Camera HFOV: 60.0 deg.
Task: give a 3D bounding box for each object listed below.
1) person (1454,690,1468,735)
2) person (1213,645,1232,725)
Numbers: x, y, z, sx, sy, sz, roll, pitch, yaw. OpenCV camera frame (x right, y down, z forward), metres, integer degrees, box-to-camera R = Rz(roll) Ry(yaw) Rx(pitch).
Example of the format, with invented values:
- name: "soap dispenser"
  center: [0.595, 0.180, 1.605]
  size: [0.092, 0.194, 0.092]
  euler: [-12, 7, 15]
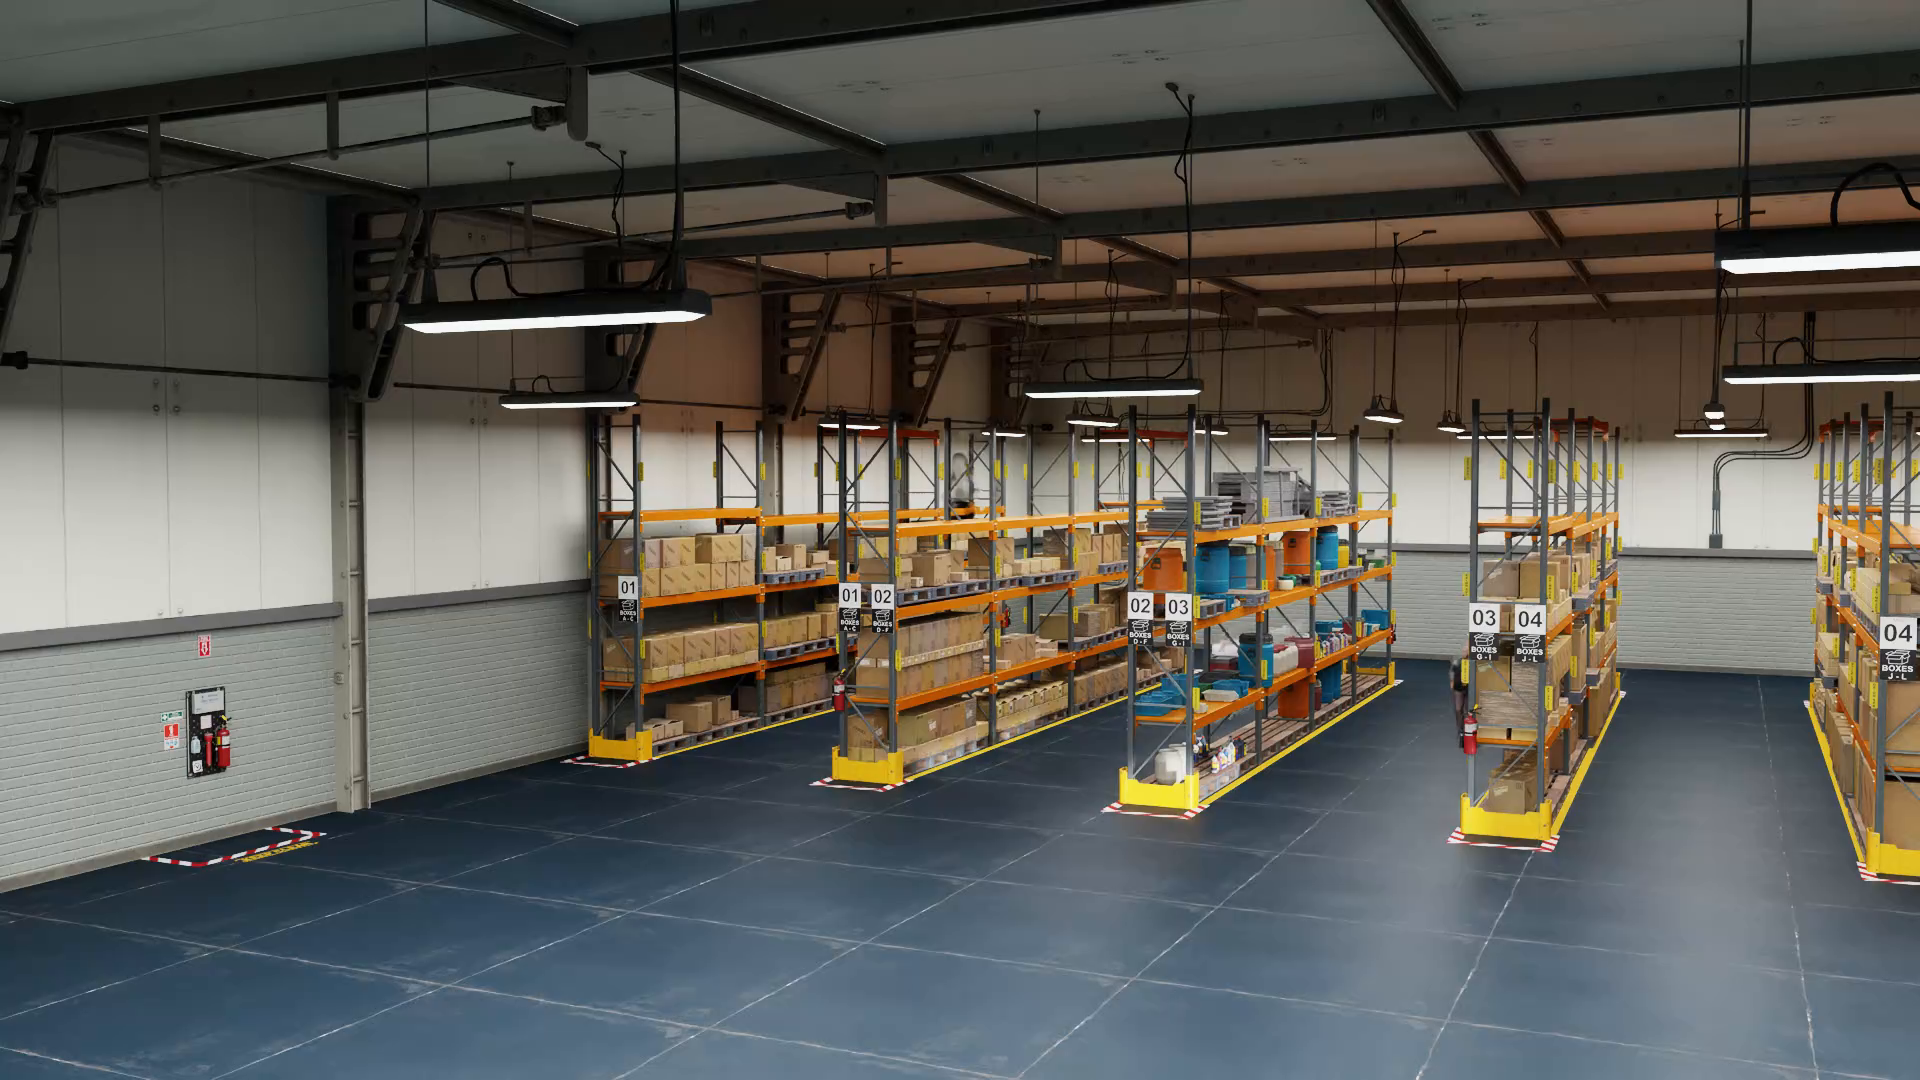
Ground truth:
- name: "person"
  center: [9.541, 3.184, 31.356]
  size: [0.412, 0.934, 0.709]
  euler: [1, 3, 28]
- name: "person"
  center: [5.264, 2.860, 33.226]
  size: [0.261, 1.586, 0.875]
  euler: [1, 3, 22]
